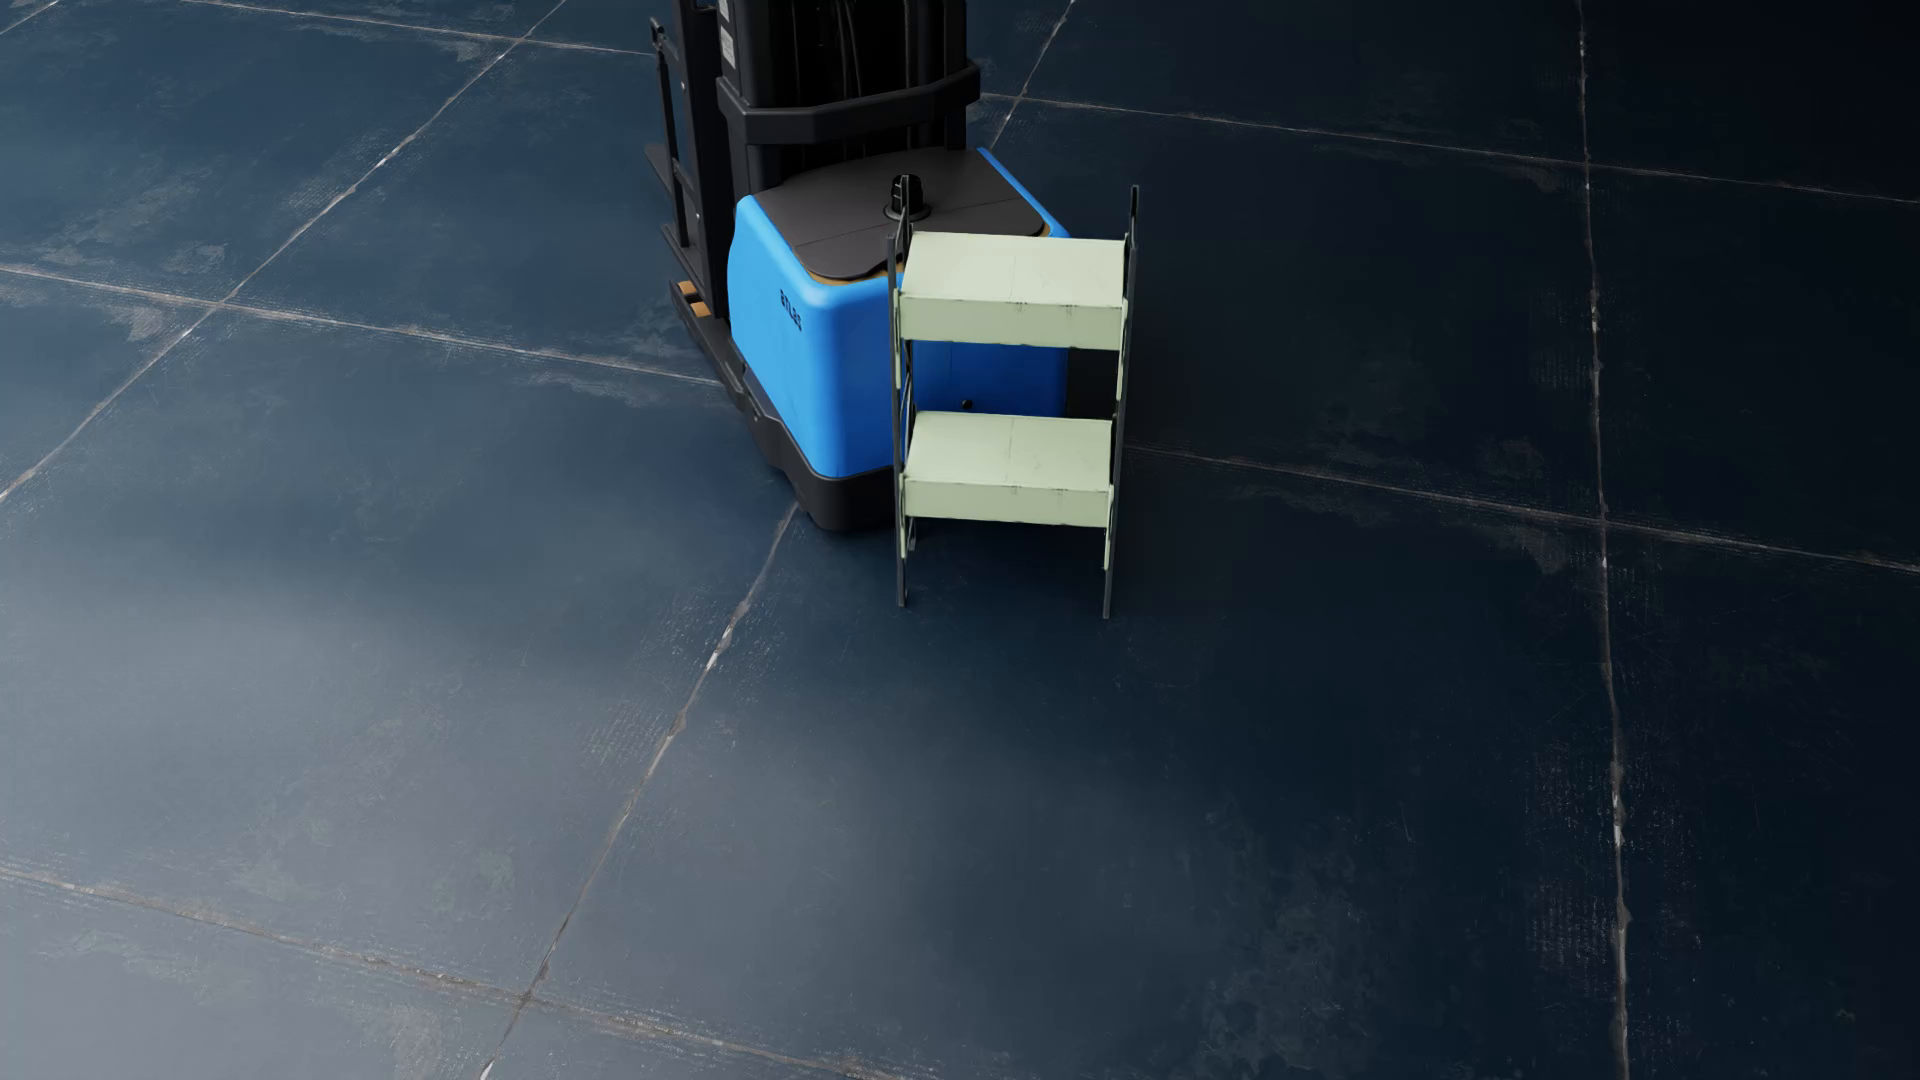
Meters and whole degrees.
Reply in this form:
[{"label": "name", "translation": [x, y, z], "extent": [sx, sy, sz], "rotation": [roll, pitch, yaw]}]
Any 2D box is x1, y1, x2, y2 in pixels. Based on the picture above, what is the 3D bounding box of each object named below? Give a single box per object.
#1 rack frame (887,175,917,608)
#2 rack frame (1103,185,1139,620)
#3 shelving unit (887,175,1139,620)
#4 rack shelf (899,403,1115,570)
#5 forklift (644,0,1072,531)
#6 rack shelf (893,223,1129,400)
[{"label": "rack frame", "translation": [-0.192, -0.461, 5.632], "extent": [0.023, 1.500, 0.400], "rotation": [3, 40, 4]}, {"label": "rack frame", "translation": [0.537, -0.418, 5.582], "extent": [0.023, 1.500, 0.400], "rotation": [3, 40, 4]}, {"label": "shelving unit", "translation": [0.172, -0.439, 5.607], "extent": [0.755, 1.500, 0.431], "rotation": [3, 40, 4]}, {"label": "rack shelf", "translation": [0.172, -0.190, 5.817], "extent": [0.720, 0.370, 0.431], "rotation": [3, 40, 4]}, {"label": "forklift", "translation": [-0.641, -2.104, 6.476], "extent": [1.130, 2.935, 3.031], "rotation": [-16, 43, -18]}, {"label": "rack shelf", "translation": [0.172, -0.738, 5.356], "extent": [0.720, 0.370, 0.431], "rotation": [3, 40, 4]}]
